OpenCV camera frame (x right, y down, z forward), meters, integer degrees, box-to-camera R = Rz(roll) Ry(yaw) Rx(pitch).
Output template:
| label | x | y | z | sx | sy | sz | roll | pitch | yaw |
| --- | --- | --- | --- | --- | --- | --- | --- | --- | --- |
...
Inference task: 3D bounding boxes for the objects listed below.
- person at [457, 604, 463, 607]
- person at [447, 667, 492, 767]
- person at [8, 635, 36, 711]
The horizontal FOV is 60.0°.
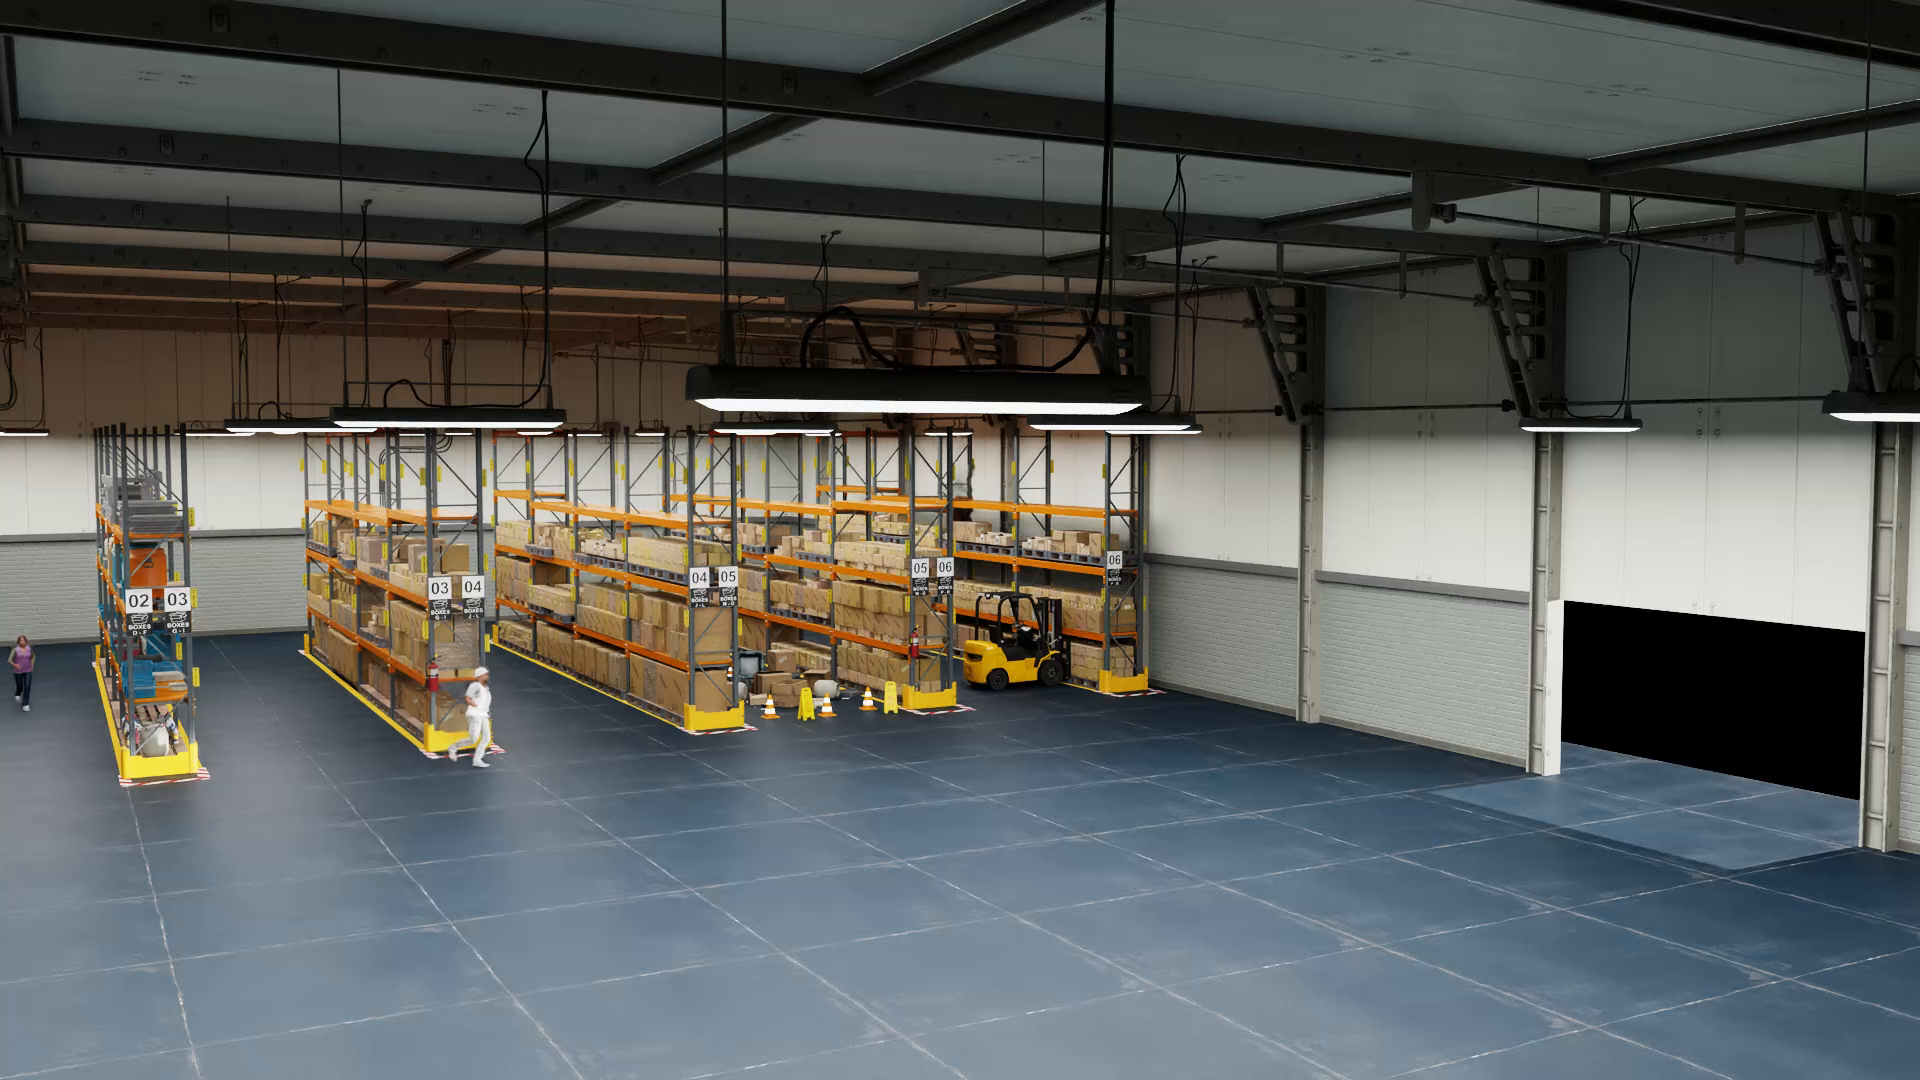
| label | x | y | z | sx | sy | sz | roll | pitch | yaw |
| --- | --- | --- | --- | --- | --- | --- | --- | --- | --- |
| person | -13.309 | 2.201 | 44.797 | 0.587 | 1.681 | 0.754 | -1 | 4 | -20 |
| person | -8.550 | 3.103 | 29.297 | 0.804 | 1.711 | 0.715 | 1 | 4 | 12 |
| person | -19.787 | 2.793 | 35.117 | 0.550 | 1.565 | 0.814 | -3 | 5 | -42 |
